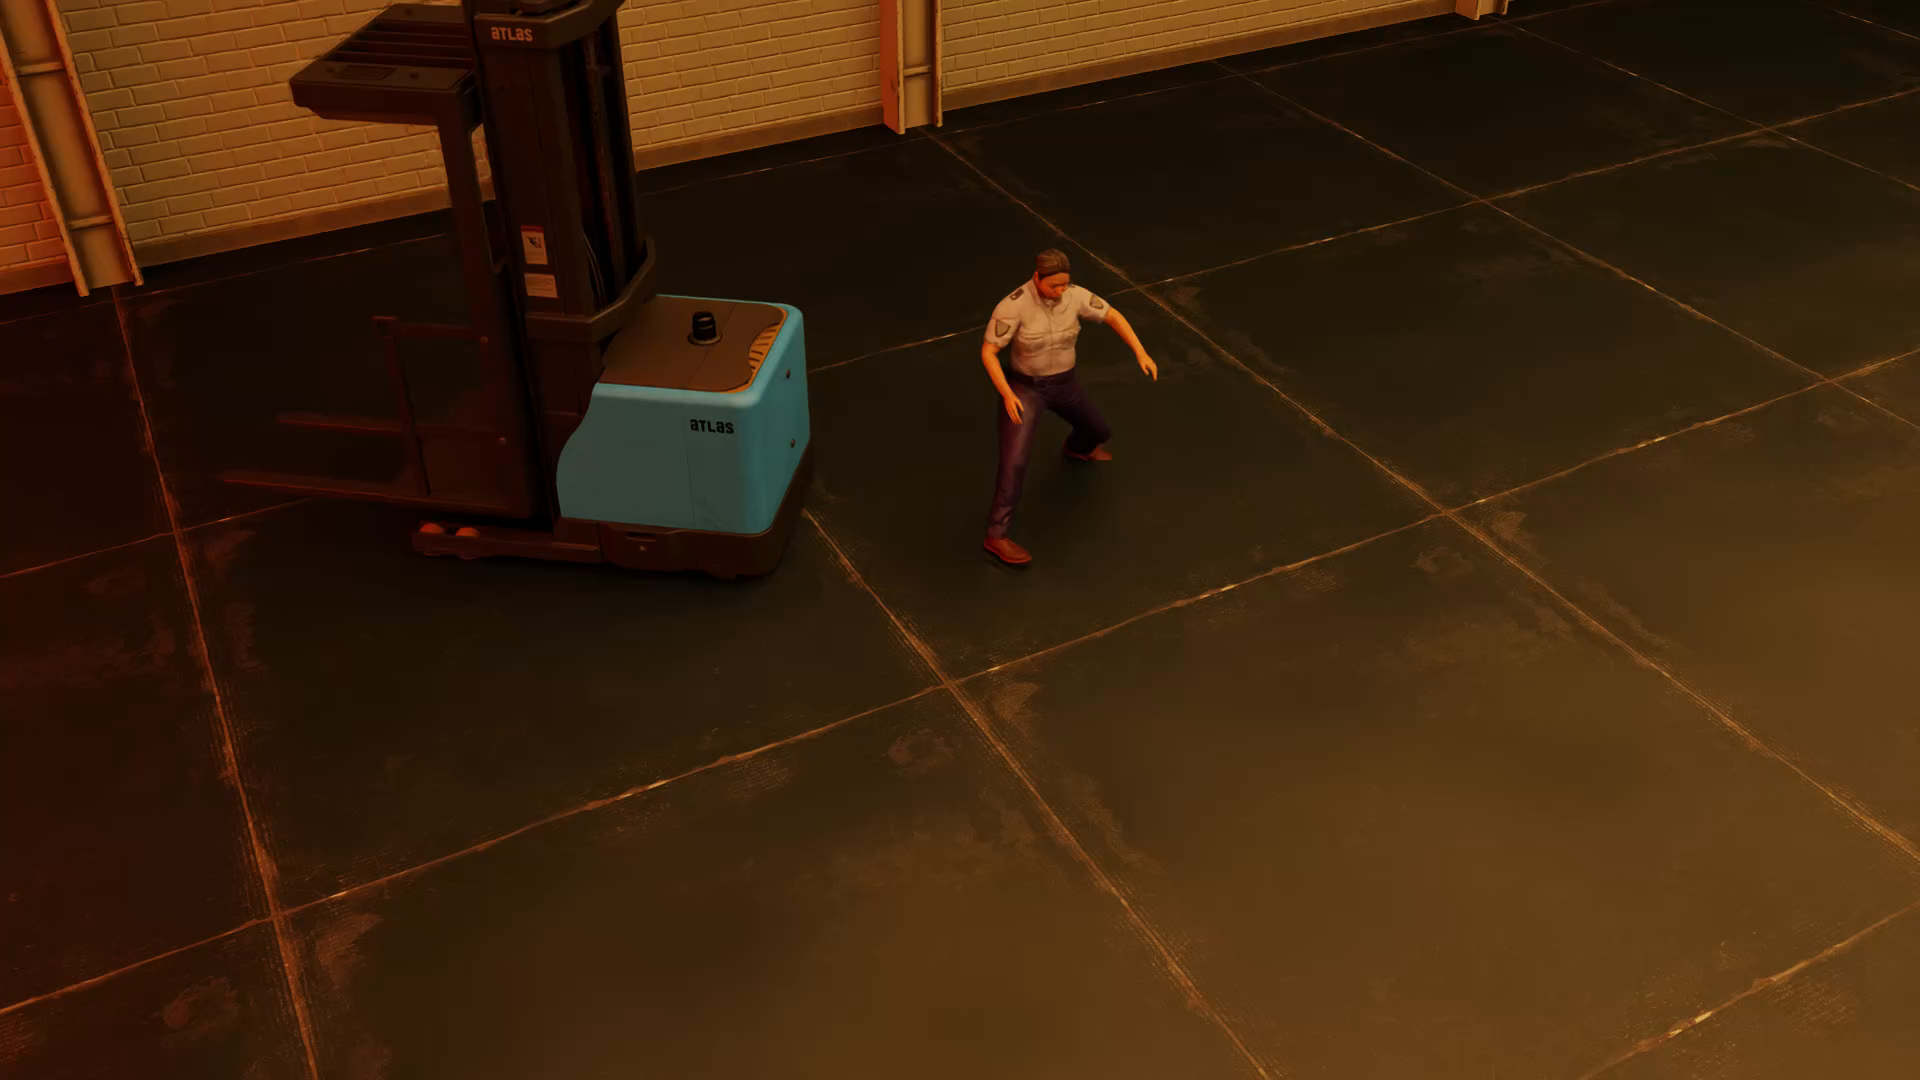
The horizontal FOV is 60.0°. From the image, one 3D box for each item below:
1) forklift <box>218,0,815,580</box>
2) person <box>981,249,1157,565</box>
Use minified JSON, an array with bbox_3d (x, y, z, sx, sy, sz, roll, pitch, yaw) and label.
[{"bbox_3d":[-2.352,-1.390,8.089,3.031,2.935,1.130,5,36,7],"label":"forklift"},{"bbox_3d":[0.506,-0.768,8.511,1.041,1.506,0.930,-14,38,-19],"label":"person"}]
